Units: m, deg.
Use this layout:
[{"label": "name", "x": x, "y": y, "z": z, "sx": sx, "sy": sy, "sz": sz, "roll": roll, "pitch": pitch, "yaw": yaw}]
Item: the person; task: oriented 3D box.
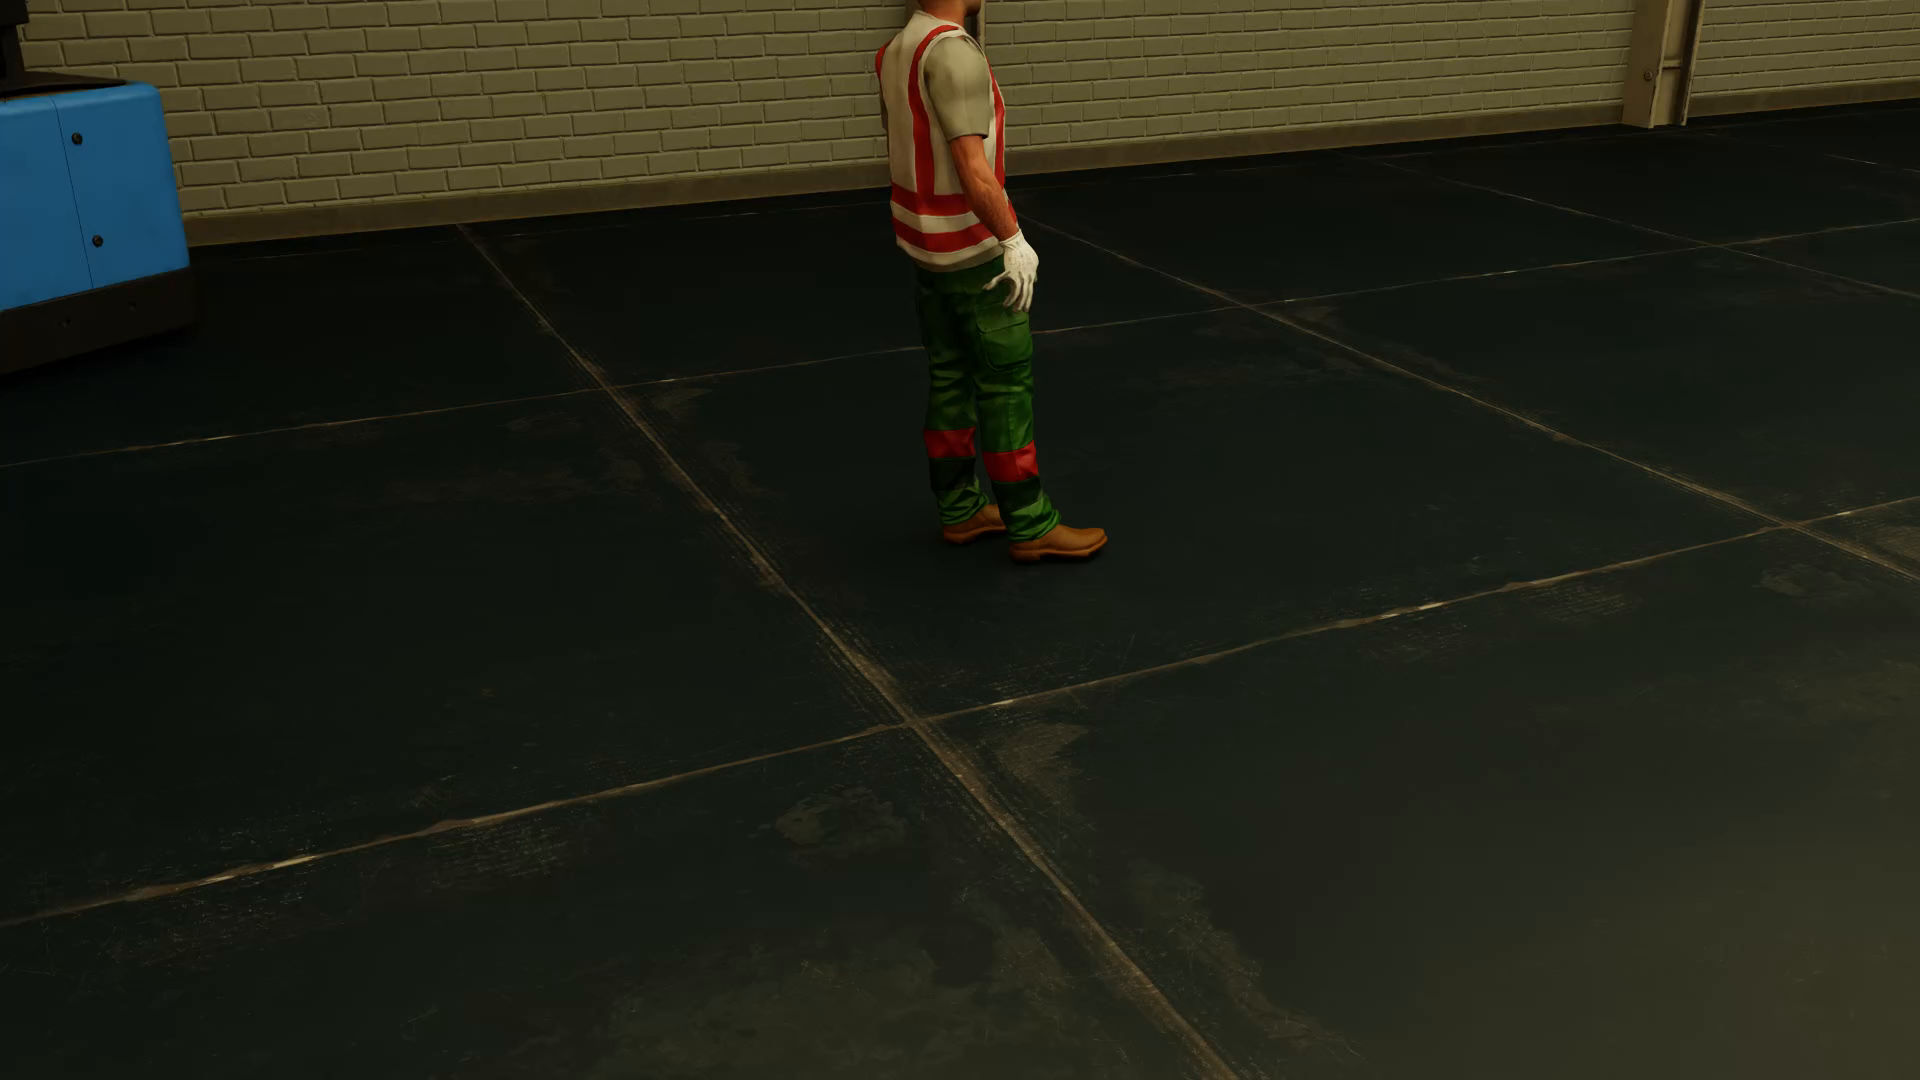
[{"label": "person", "x": 0.015, "y": -0.832, "z": 4.754, "sx": 0.421, "sy": 1.690, "sz": 0.637, "roll": -10, "pitch": 25, "yaw": -23}]

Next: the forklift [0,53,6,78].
[{"label": "forklift", "x": -4.822, "y": -2.362, "z": 6.972, "sx": 3.031, "sy": 2.935, "sz": 1.121, "roll": 12, "pitch": 25, "yaw": 27}]
